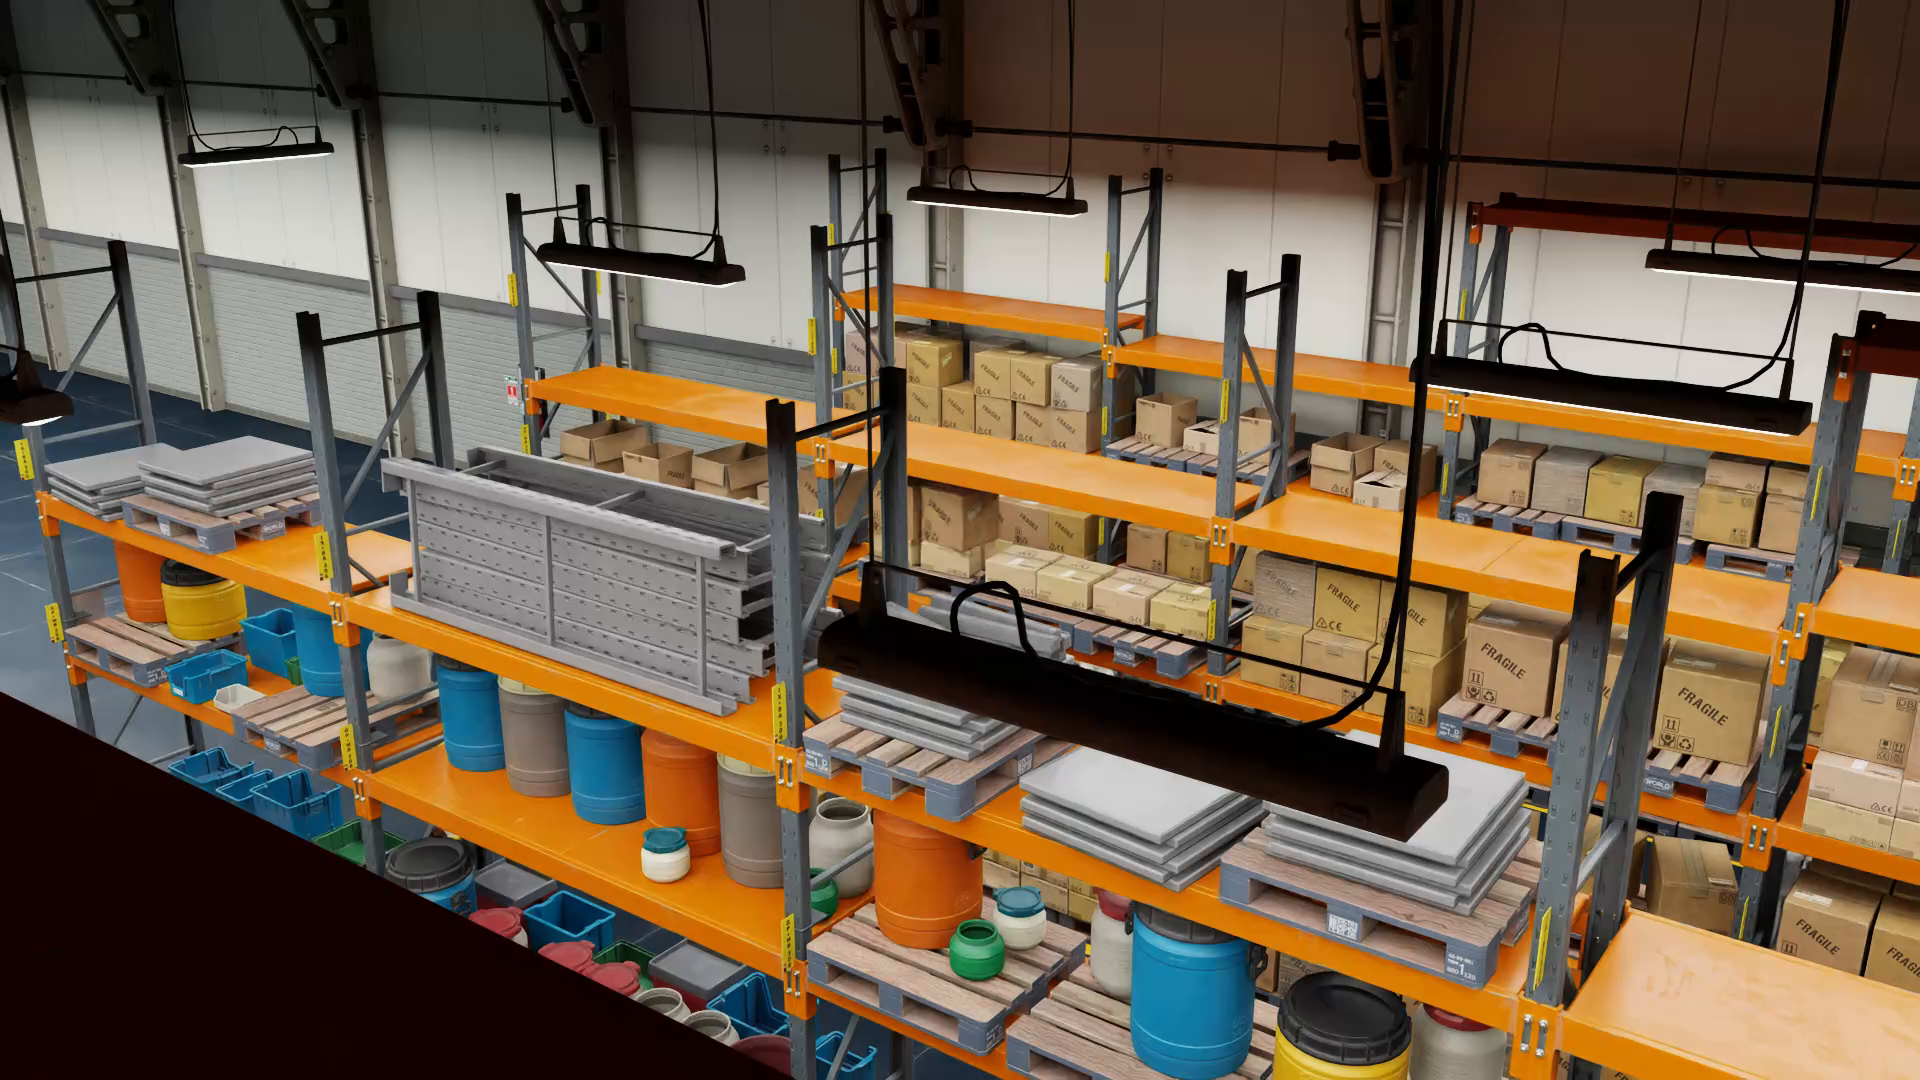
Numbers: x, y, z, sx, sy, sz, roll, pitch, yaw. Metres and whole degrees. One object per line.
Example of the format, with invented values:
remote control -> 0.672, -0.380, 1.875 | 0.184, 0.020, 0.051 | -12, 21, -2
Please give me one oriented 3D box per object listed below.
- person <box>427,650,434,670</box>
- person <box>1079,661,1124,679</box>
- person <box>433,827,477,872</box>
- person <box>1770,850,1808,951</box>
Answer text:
person -> -6.104, 1.042, 19.408 | 0.495, 1.606, 0.968 | 8, 20, 22
person -> 1.405, 1.518, 17.795 | 1.048, 1.705, 0.626 | 8, 20, 22
person -> -4.464, 2.589, 14.661 | 0.527, 1.802, 0.575 | 11, 22, 31
person -> 6.742, 2.895, 13.837 | 0.482, 1.672, 0.472 | -7, 20, -20
